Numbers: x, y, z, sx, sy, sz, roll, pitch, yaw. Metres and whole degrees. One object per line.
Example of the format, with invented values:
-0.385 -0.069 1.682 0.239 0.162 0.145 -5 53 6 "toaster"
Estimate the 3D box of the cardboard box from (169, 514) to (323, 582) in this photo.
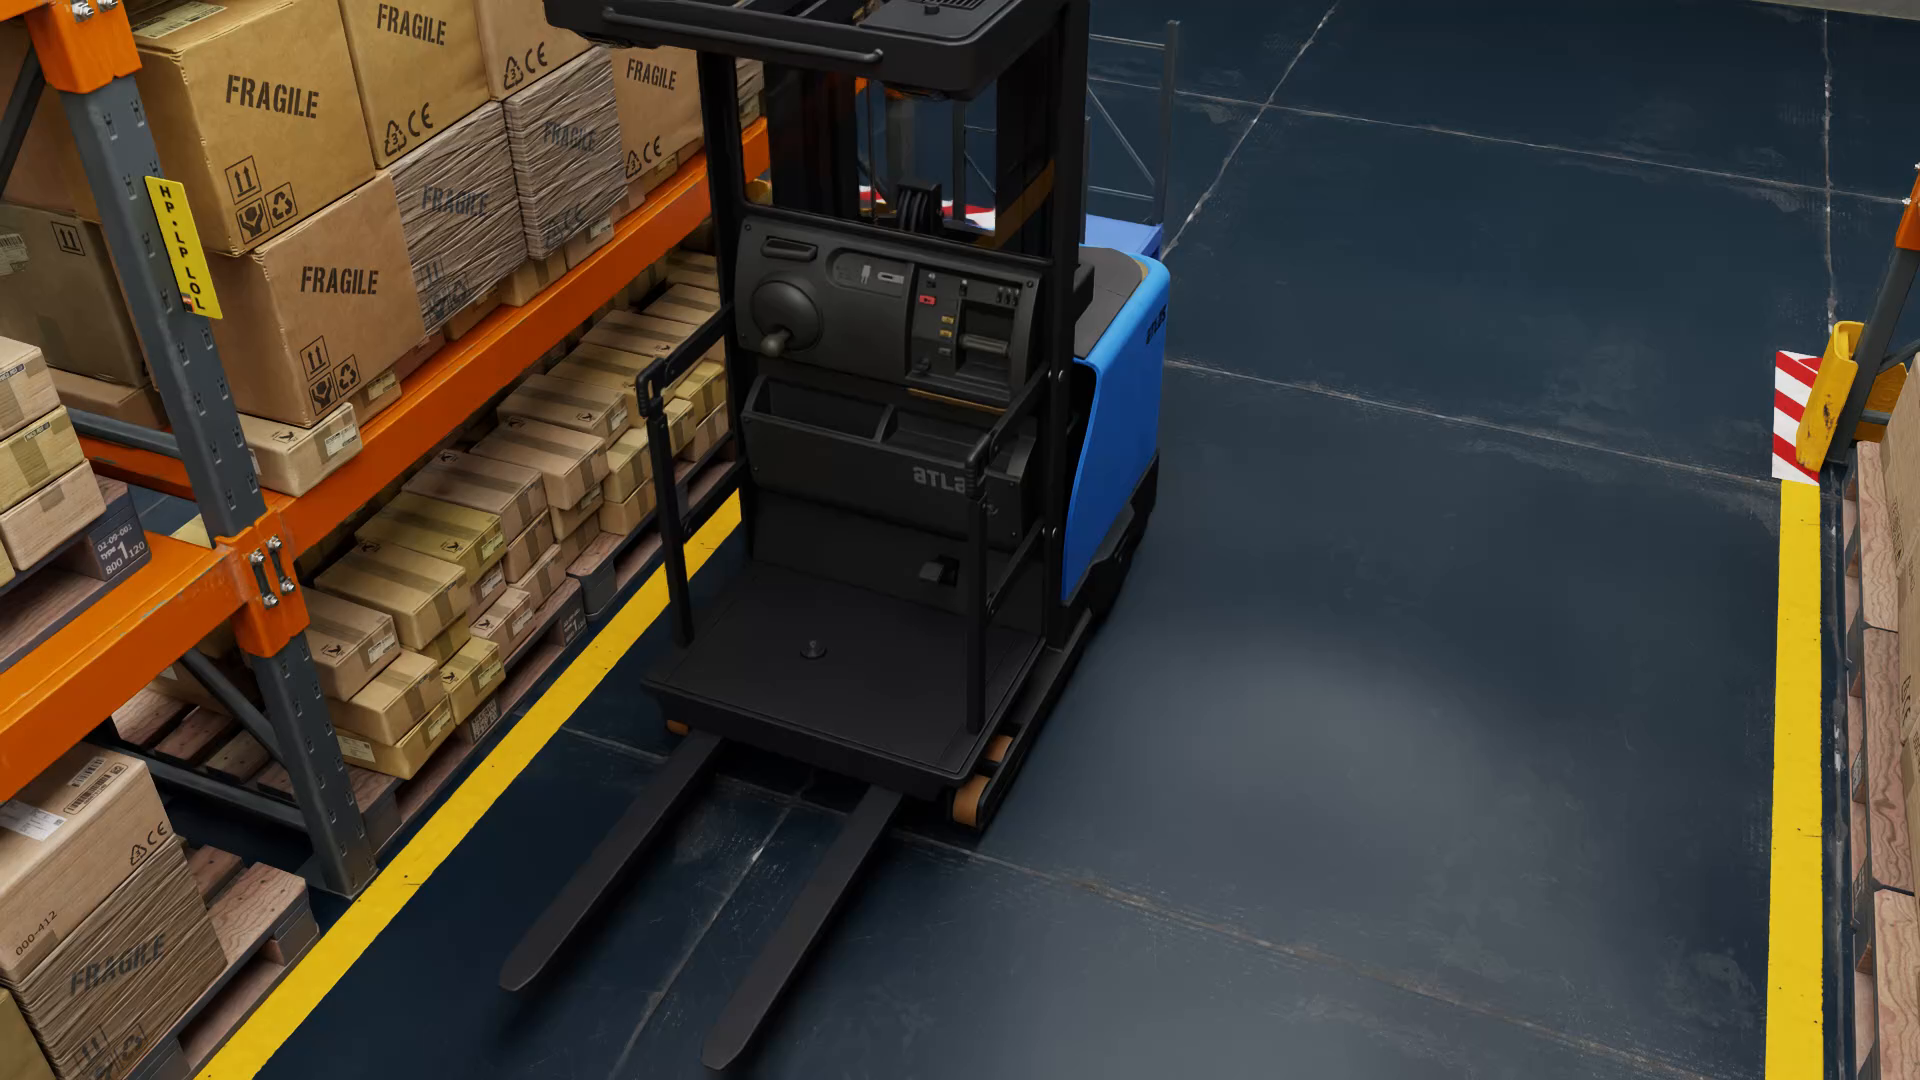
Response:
-2.250 0.034 5.233 0.380 0.149 0.250 14 39 18 "cardboard box"

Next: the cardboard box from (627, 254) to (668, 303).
-1.423 -1.115 6.769 0.380 0.149 0.250 12 38 16 "cardboard box"

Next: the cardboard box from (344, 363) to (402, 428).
-1.765 -0.436 4.538 0.380 0.149 0.250 15 39 19 "cardboard box"

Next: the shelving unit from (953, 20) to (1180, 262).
0.412 -1.172 6.565 0.538 1.500 1.048 14 39 18 "shelving unit"

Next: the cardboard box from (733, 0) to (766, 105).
-1.001 -1.794 5.813 0.500 0.500 0.500 14 39 18 "cardboard box"

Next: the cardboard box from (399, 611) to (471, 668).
-1.758 0.272 5.163 0.380 0.149 0.250 14 39 18 "cardboard box"

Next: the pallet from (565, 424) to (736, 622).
-1.520 -0.235 6.389 1.003 0.211 1.213 14 39 18 "pallet"

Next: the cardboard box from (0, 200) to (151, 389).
-2.283 -0.786 4.464 0.500 0.500 0.500 14 39 18 "cardboard box"

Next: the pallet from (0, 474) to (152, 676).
-2.631 0.172 3.674 1.003 0.211 1.213 14 39 18 "pallet"

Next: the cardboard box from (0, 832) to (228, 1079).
-2.254 1.006 4.136 0.500 0.500 0.500 13 39 17 "cardboard box"

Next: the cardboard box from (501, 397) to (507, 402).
-1.676 -0.536 6.243 0.380 0.149 0.250 16 40 20 "cardboard box"

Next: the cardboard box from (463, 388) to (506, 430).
-1.882 -0.554 6.020 0.380 0.149 0.250 13 39 16 "cardboard box"

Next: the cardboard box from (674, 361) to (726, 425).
-1.116 -0.582 6.305 0.380 0.149 0.250 16 40 20 "cardboard box"

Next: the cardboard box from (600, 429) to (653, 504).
-1.313 -0.292 5.918 0.380 0.149 0.250 14 39 17 "cardboard box"

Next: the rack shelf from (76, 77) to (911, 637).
-1.444 -1.114 5.835 1.077 0.370 4.000 14 39 18 "rack shelf"

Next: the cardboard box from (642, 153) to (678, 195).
-1.204 -1.320 5.720 0.380 0.149 0.250 15 39 19 "cardboard box"

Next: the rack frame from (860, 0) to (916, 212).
-0.684 -2.509 7.102 1.000 3.000 0.127 14 39 18 "rack frame"

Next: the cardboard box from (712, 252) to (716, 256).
-0.780 -1.125 6.783 0.380 0.149 0.250 13 39 17 "cardboard box"

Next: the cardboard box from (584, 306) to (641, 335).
-1.499 -0.843 6.654 0.380 0.149 0.250 12 38 16 "cardboard box"

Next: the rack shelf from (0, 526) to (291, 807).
-2.966 1.101 2.873 1.077 0.370 4.000 14 39 18 "rack shelf"

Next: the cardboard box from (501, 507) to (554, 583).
-1.594 -0.020 5.554 0.380 0.149 0.250 12 38 15 "cardboard box"

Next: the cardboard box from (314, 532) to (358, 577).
-2.202 0.008 5.516 0.380 0.149 0.250 13 39 16 "cardboard box"

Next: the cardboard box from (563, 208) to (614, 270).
-1.339 -1.016 5.314 0.380 0.149 0.250 16 39 20 "cardboard box"

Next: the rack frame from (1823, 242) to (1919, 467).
3.933 -1.438 5.668 1.000 3.000 0.127 14 39 18 "rack frame"

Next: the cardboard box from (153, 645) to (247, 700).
-2.380 0.313 5.108 0.380 0.149 0.250 15 39 19 "cardboard box"

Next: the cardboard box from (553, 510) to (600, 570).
-1.502 -0.055 5.848 0.380 0.149 0.250 12 38 16 "cardboard box"

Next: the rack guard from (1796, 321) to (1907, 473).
3.942 -0.450 6.434 1.175 0.500 0.348 14 39 18 "rack guard"

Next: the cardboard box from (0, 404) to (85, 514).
-2.174 -0.216 3.644 0.380 0.149 0.250 15 39 19 "cardboard box"

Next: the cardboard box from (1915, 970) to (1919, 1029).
2.749 1.312 3.779 0.875 0.438 0.875 13 39 17 "cardboard box"

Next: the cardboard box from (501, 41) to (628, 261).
-1.377 -1.217 5.041 0.500 0.500 0.500 13 39 17 "cardboard box"

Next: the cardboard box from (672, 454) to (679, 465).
-1.284 -0.340 6.229 0.380 0.149 0.250 15 39 19 "cardboard box"

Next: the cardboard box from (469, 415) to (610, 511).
-1.422 -0.265 5.632 0.380 0.149 0.250 15 39 19 "cardboard box"

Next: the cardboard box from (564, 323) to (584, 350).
-1.679 -0.828 6.386 0.380 0.149 0.250 14 39 18 "cardboard box"

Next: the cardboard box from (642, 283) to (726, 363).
-0.988 -0.834 6.394 0.380 0.149 0.250 15 39 19 "cardboard box"

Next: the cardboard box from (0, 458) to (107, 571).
-2.173 -0.097 3.734 0.380 0.149 0.250 13 39 17 "cardboard box"

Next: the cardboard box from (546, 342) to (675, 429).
-1.265 -0.562 6.030 0.380 0.149 0.250 14 39 18 "cardboard box"

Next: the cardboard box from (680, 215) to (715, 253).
-1.191 -1.381 7.126 0.380 0.149 0.250 15 39 19 "cardboard box"

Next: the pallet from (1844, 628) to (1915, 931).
3.235 0.813 4.986 1.003 0.211 1.213 14 39 18 "pallet"

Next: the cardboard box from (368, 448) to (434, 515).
-1.991 -0.231 5.588 0.380 0.149 0.250 15 39 19 "cardboard box"

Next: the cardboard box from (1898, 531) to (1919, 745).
3.434 0.317 5.109 0.875 0.438 0.875 15 39 19 "cardboard box"

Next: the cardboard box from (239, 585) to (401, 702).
-1.883 0.297 4.880 0.380 0.149 0.250 15 39 20 "cardboard box"

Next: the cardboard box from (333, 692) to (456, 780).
-1.770 0.551 5.038 0.380 0.149 0.250 12 38 16 "cardboard box"

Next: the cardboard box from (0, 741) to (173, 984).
-2.255 0.708 3.908 0.500 0.250 0.500 13 39 17 "cardboard box"

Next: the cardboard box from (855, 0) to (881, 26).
-0.546 -2.164 6.849 0.380 0.149 0.250 14 39 18 "cardboard box"

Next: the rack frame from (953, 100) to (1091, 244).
0.212 -0.892 6.191 0.500 1.500 0.032 14 39 18 "rack frame"

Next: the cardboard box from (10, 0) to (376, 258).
-1.808 -1.049 3.980 0.500 0.500 0.500 15 39 19 "cardboard box"

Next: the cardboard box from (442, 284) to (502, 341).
-1.604 -0.745 4.951 0.380 0.149 0.250 12 38 16 "cardboard box"

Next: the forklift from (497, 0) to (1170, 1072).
-0.304 -0.591 4.593 1.130 2.935 3.031 14 39 18 "forklift"

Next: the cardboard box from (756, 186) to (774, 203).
-0.651 -1.423 7.182 0.380 0.149 0.250 14 39 18 "cardboard box"

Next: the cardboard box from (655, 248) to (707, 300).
-1.288 -1.129 7.036 0.380 0.149 0.250 14 39 18 "cardboard box"

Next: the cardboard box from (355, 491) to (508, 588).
-1.672 0.007 5.269 0.380 0.149 0.250 13 39 17 "cardboard box"

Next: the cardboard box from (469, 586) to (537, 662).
-1.622 0.254 5.435 0.380 0.149 0.250 14 39 18 "cardboard box"

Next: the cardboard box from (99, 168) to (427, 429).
-1.784 -0.671 4.310 0.500 0.500 0.500 13 39 17 "cardboard box"

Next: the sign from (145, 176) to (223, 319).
-1.691 -0.634 3.625 0.100 0.325 0.005 14 39 18 "sign"

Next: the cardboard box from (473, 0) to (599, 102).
-1.405 -1.611 4.733 0.500 0.500 0.500 14 39 18 "cardboard box"

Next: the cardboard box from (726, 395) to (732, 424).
-0.996 -0.609 6.590 0.380 0.149 0.250 12 38 16 "cardboard box"

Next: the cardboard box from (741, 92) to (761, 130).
-0.960 -1.606 6.104 0.380 0.149 0.250 12 38 16 "cardboard box"

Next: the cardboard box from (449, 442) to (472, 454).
-1.937 -0.254 5.866 0.380 0.149 0.250 15 39 19 "cardboard box"
